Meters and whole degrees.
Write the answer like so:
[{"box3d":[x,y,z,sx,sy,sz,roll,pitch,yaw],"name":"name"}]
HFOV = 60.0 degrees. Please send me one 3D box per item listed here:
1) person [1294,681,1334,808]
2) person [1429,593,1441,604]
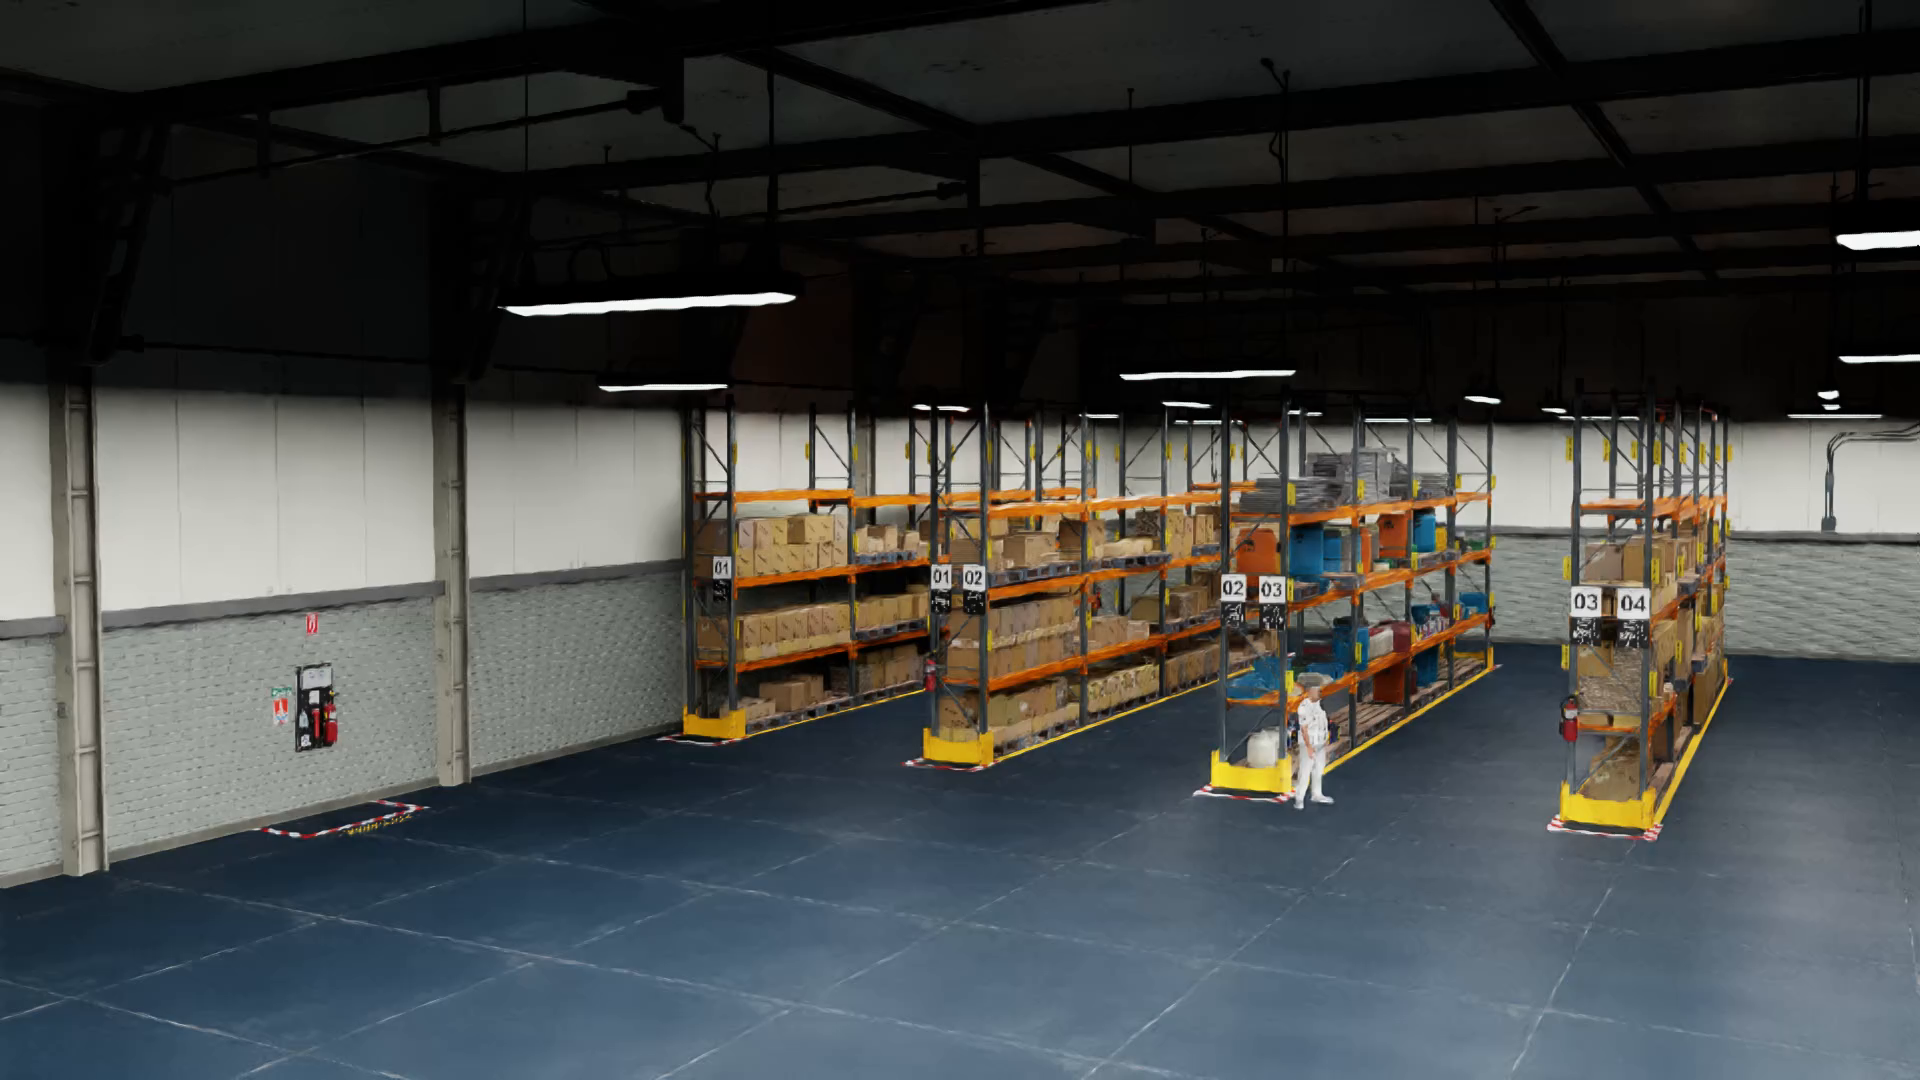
[{"box3d":[4.983,2.869,23.506,0.405,1.765,0.717,2,4,38],"name":"person"},{"box3d":[11.424,2.076,40.355,0.574,1.588,0.428,-2,4,-39],"name":"person"}]
